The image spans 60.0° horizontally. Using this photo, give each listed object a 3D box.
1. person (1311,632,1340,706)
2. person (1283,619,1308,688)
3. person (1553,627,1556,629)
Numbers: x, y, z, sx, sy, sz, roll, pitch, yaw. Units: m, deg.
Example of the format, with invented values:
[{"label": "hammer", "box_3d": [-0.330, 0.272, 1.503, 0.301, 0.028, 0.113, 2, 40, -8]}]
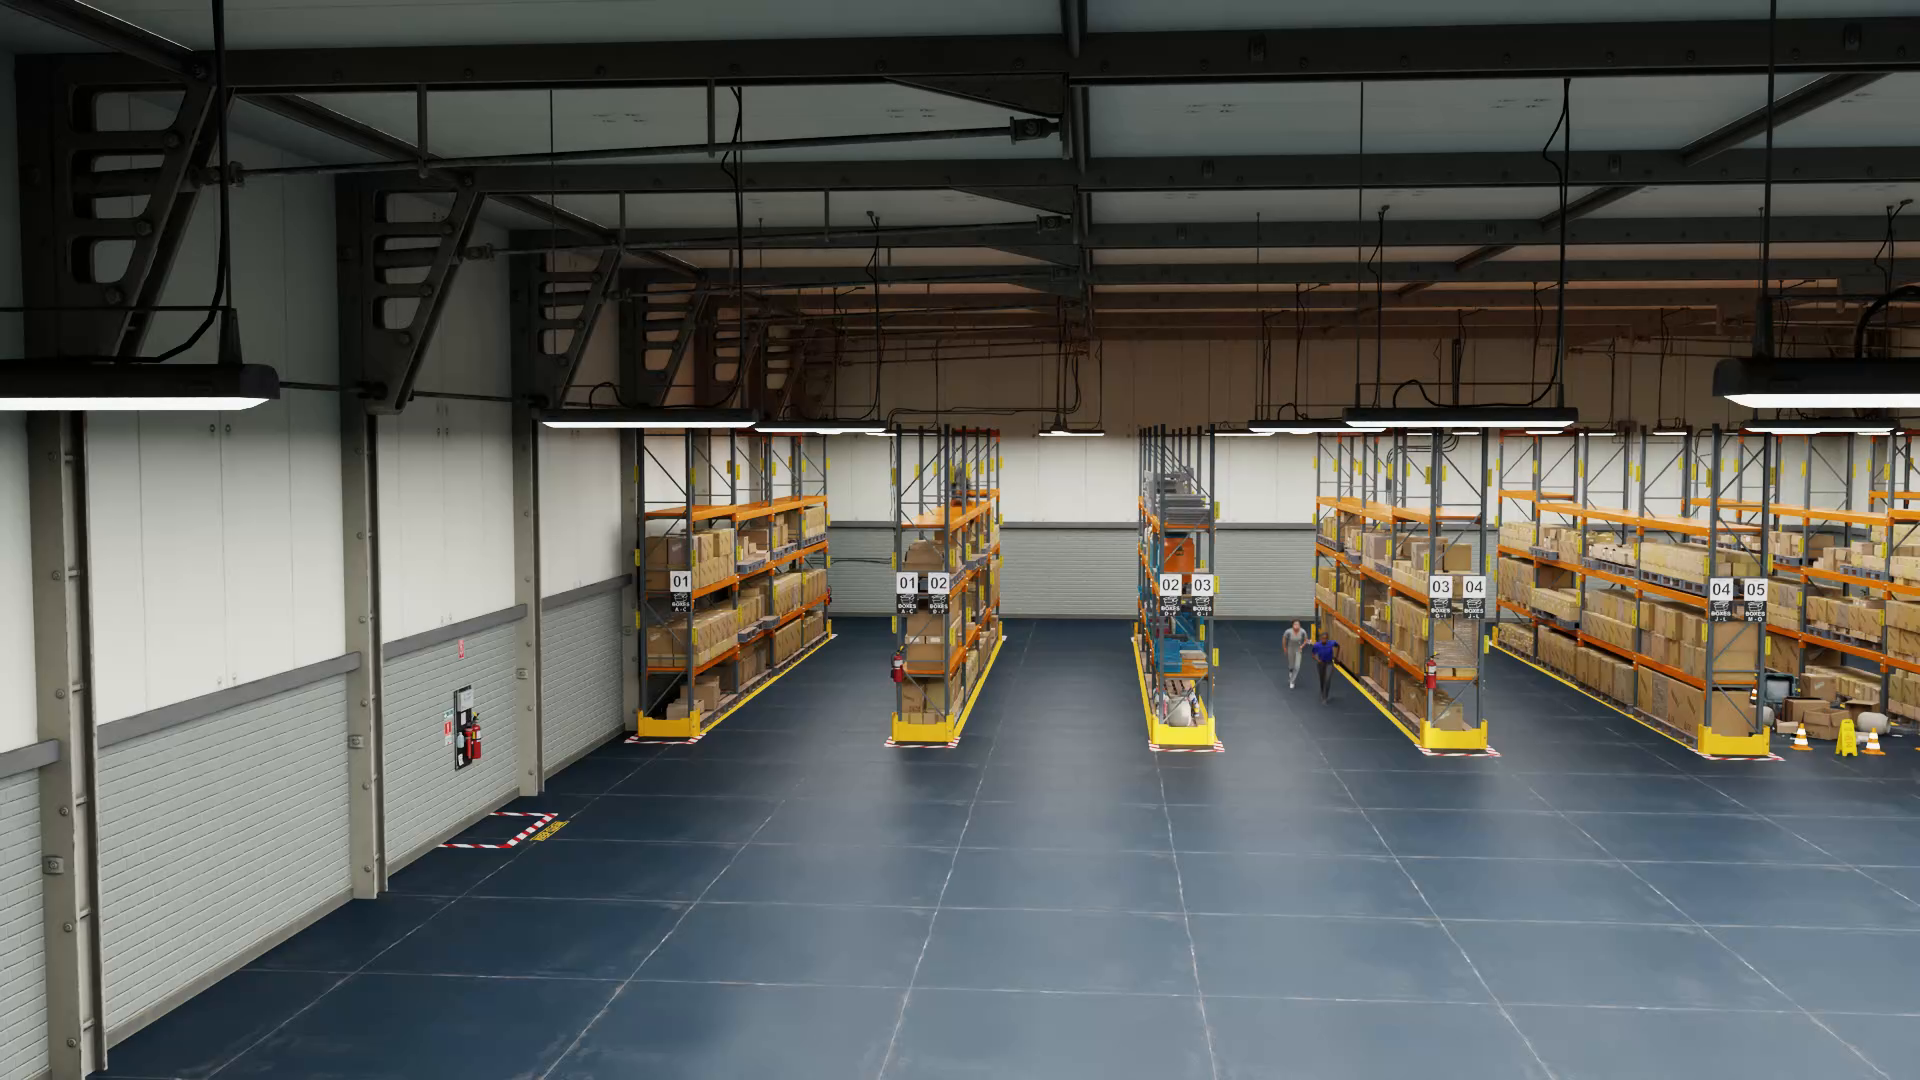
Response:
[{"label": "person", "box_3d": [7.921, 2.765, 36.096, 0.615, 1.617, 0.964, 1, 4, 10]}, {"label": "person", "box_3d": [7.735, 2.607, 38.438, 0.557, 1.605, 0.743, 0, 3, 1]}, {"label": "person", "box_3d": [16.779, 2.004, 46.598, 0.717, 1.766, 0.838, -3, 4, -37]}]
